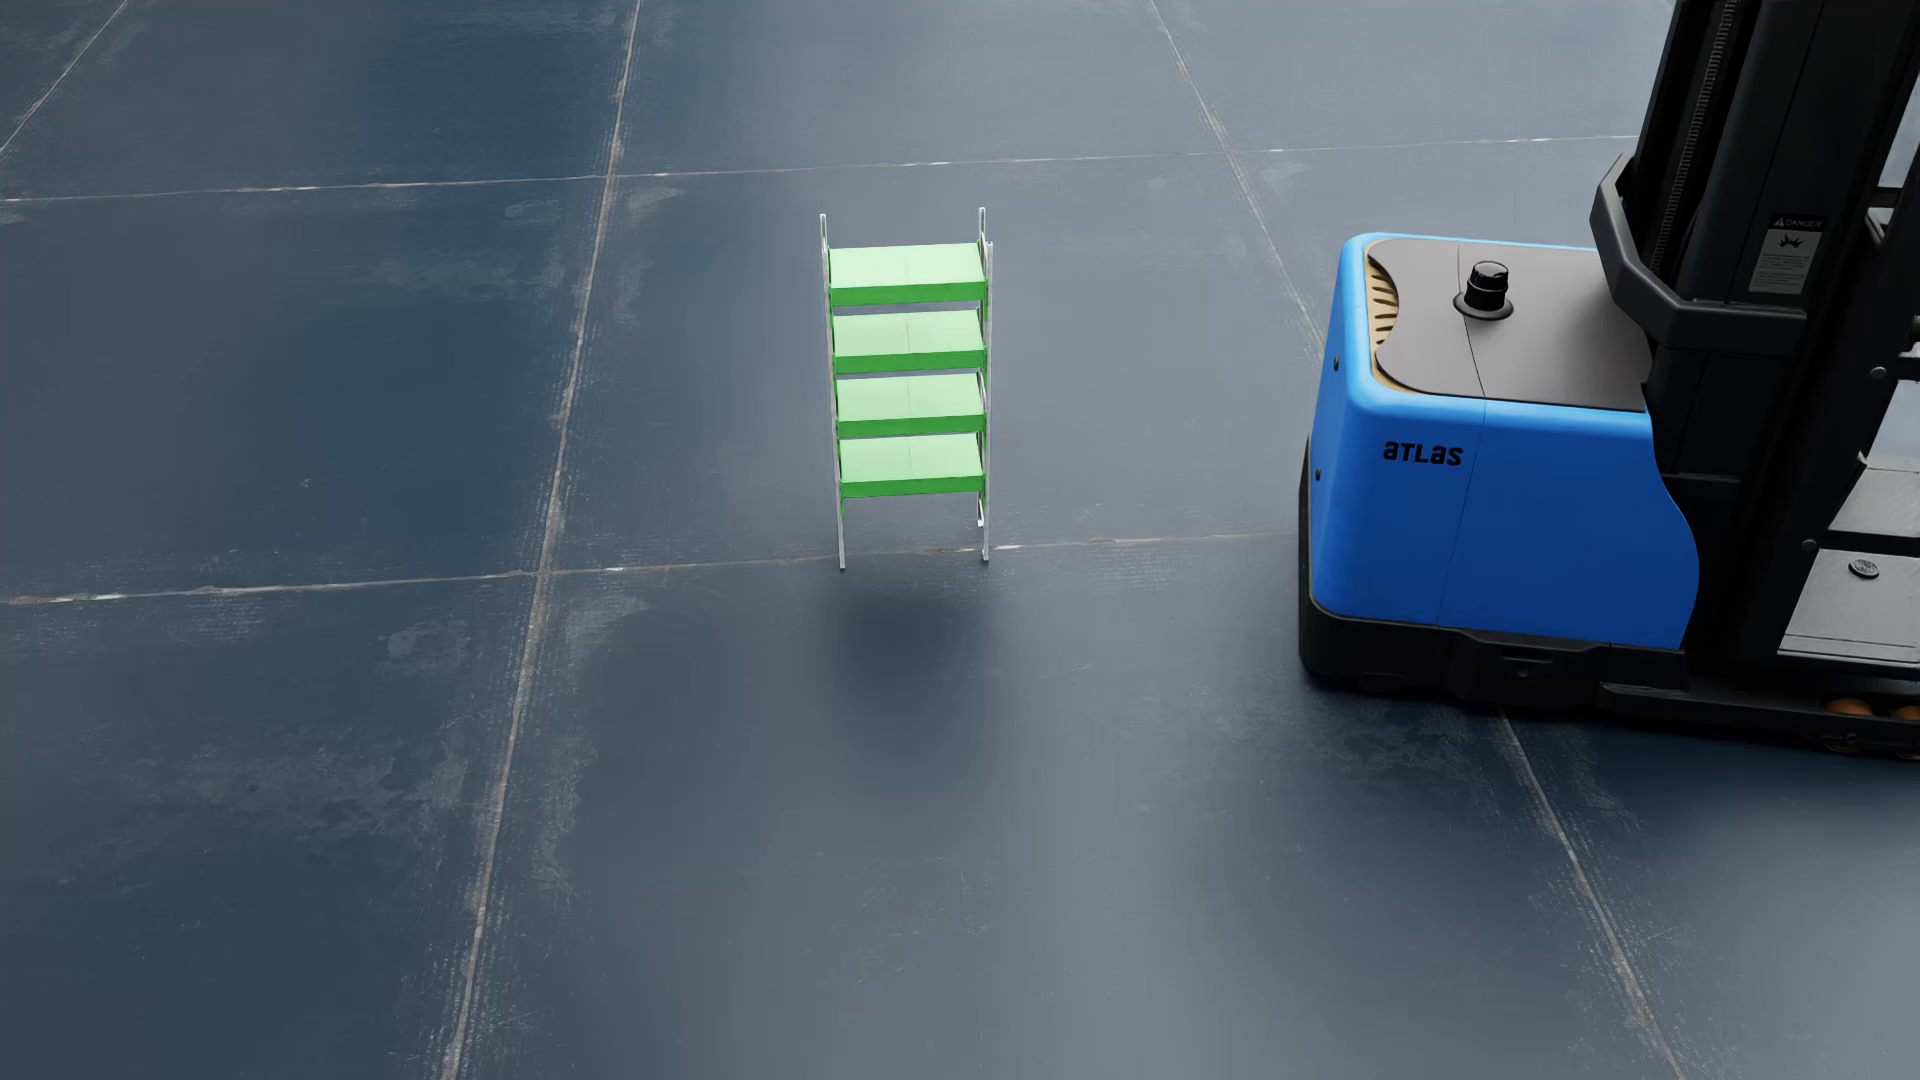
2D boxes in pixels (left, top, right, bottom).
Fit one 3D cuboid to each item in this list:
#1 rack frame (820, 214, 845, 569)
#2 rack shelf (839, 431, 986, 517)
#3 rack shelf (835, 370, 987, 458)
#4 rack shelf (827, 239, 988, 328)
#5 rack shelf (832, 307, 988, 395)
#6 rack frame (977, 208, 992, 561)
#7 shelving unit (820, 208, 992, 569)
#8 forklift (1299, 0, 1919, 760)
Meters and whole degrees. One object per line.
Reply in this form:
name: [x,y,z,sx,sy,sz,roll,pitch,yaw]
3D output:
rack frame: [-0.408,-0.449,5.350,0.015,1.200,0.240,-3,38,-4]
rack shelf: [-0.165,-0.223,5.555,0.480,0.148,0.258,-3,38,-4]
rack shelf: [-0.165,-0.412,5.406,0.480,0.148,0.258,-3,38,-4]
rack shelf: [-0.165,-0.789,5.109,0.480,0.148,0.258,-3,38,-4]
rack shelf: [-0.165,-0.600,5.258,0.480,0.148,0.258,-3,38,-4]
rack frame: [0.078,-0.475,5.384,0.015,1.200,0.240,-3,38,-4]
shelving unit: [-0.165,-0.462,5.367,0.503,1.200,0.258,-3,38,-4]
forklift: [2.621,-0.855,4.467,3.031,2.935,1.130,6,39,7]
